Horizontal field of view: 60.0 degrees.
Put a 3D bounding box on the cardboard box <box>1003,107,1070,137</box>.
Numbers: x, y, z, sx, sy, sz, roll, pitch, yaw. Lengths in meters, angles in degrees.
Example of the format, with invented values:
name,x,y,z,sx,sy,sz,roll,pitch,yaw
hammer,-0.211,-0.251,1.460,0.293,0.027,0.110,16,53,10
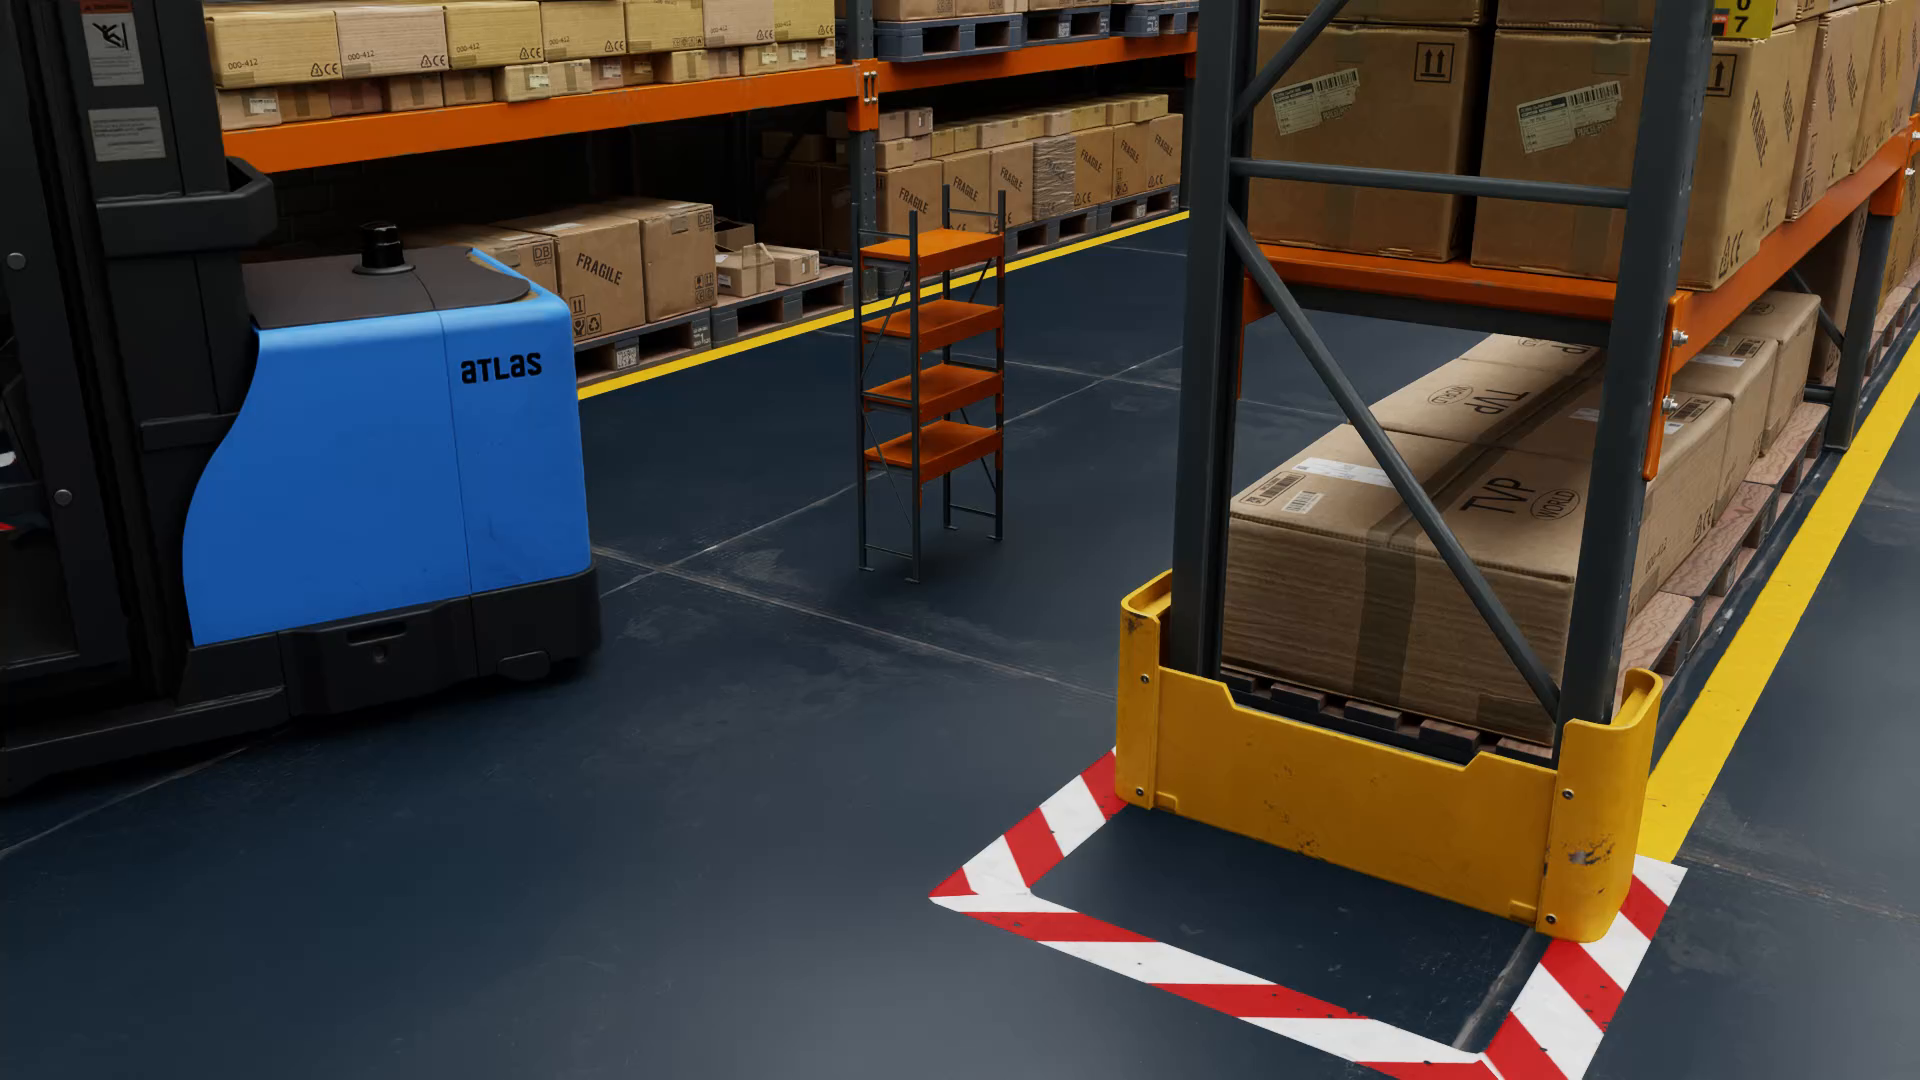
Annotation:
name,x,y,z,sx,sy,sz,roll,pitch,yaw
cardboard box,0.501,-2.749,10.935,0.380,0.149,0.250,12,23,29

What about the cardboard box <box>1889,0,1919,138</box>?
name,x,y,z,sx,sy,sz,roll,pitch,yaw
cardboard box,3.147,-1.735,5.988,0.500,0.500,0.500,14,24,32

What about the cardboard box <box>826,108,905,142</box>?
name,x,y,z,sx,sy,sz,roll,pitch,yaw
cardboard box,-0.539,-2.369,9.481,0.380,0.149,0.250,13,24,31

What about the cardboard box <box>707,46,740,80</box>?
name,x,y,z,sx,sy,sz,roll,pitch,yaw
cardboard box,-1.305,-2.351,8.160,0.380,0.149,0.250,14,24,33

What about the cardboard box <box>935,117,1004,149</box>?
name,x,y,z,sx,sy,sz,roll,pitch,yaw
cardboard box,0.052,-2.534,10.355,0.380,0.149,0.250,13,24,32

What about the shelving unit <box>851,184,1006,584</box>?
name,x,y,z,sx,sy,sz,roll,pitch,yaw
shelving unit,-0.093,-0.515,5.428,0.258,1.200,0.503,13,24,32

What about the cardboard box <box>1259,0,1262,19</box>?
name,x,y,z,sx,sy,sz,roll,pitch,yaw
cardboard box,2.076,-4.138,12.845,0.500,0.250,0.500,13,24,31

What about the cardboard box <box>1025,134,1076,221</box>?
name,x,y,z,sx,sy,sz,roll,pitch,yaw
cardboard box,0.419,-2.402,10.933,0.500,0.500,0.500,12,24,30

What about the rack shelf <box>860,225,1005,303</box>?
name,x,y,z,sx,sy,sz,roll,pitch,yaw
rack shelf,-0.093,-0.884,5.292,0.258,0.148,0.480,13,24,32

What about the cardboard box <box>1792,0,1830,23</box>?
name,x,y,z,sx,sy,sz,roll,pitch,yaw
cardboard box,1.738,-1.471,3.833,0.500,0.500,0.500,13,24,30

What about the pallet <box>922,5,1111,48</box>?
name,x,y,z,sx,sy,sz,roll,pitch,yaw
pallet,0.249,-3.337,10.739,1.003,0.211,1.213,13,24,32

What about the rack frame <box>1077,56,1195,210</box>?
name,x,y,z,sx,sy,sz,roll,pitch,yaw
rack frame,1.338,-3.986,12.217,1.000,3.000,0.127,13,24,32

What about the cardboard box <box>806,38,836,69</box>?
name,x,y,z,sx,sy,sz,roll,pitch,yaw
cardboard box,-0.881,-2.580,8.777,0.380,0.149,0.250,14,24,33

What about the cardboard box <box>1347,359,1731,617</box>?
name,x,y,z,sx,sy,sz,roll,pitch,yaw
cardboard box,1.744,-0.192,5.048,0.875,0.438,0.875,14,25,33

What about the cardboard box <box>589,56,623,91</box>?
name,x,y,z,sx,sy,sz,roll,pitch,yaw
cardboard box,-1.763,-2.140,7.589,0.380,0.149,0.250,13,24,32

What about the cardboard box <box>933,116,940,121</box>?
name,x,y,z,sx,sy,sz,roll,pitch,yaw
cardboard box,-0.348,-2.624,10.597,0.380,0.149,0.250,14,25,33

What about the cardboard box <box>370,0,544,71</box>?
name,x,y,z,sx,sy,sz,roll,pitch,yaw
cardboard box,-2.116,-2.128,6.982,0.500,0.250,0.500,13,24,31

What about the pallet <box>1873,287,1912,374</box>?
name,x,y,z,sx,sy,sz,roll,pitch,yaw
pallet,4.253,-1.151,8.572,1.003,0.211,1.213,13,24,32

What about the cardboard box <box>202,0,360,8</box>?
name,x,y,z,sx,sy,sz,roll,pitch,yaw
cardboard box,-2.829,-2.091,6.882,0.500,0.250,0.500,13,24,32

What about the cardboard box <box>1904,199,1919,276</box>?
name,x,y,z,sx,sy,sz,roll,pitch,yaw
cardboard box,4.988,-2.037,9.406,0.875,0.875,0.875,13,24,31

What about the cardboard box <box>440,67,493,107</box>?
name,x,y,z,sx,sy,sz,roll,pitch,yaw
cardboard box,-2.186,-1.915,6.982,0.380,0.149,0.250,14,24,33

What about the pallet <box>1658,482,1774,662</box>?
name,x,y,z,sx,sy,sz,roll,pitch,yaw
pallet,2.019,-0.009,5.485,1.003,0.211,1.213,13,24,32

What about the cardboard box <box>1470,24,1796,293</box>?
name,x,y,z,sx,sy,sz,roll,pitch,yaw
cardboard box,1.455,-0.852,3.601,0.500,0.500,0.500,13,24,31

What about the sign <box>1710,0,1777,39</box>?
name,x,y,z,sx,sy,sz,roll,pitch,yaw
sign,1.404,-1.057,2.936,0.100,0.325,0.005,13,24,32

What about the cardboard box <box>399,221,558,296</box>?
name,x,y,z,sx,sy,sz,roll,pitch,yaw
cardboard box,-2.224,-1.110,7.439,0.700,0.500,0.500,14,25,34

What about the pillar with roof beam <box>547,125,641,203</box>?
name,x,y,z,sx,sy,sz,roll,pitch,yaw
pillar with roof beam,1.513,-4.788,5.739,9.100,9.000,0.400,13,24,32

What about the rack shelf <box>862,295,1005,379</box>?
name,x,y,z,sx,sy,sz,roll,pitch,yaw
rack shelf,-0.093,-0.662,5.374,0.258,0.148,0.480,13,24,32

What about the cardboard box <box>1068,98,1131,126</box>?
name,x,y,z,sx,sy,sz,roll,pitch,yaw
cardboard box,0.957,-2.972,11.539,0.380,0.149,0.250,12,24,30

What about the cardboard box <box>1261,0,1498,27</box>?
name,x,y,z,sx,sy,sz,roll,pitch,yaw
cardboard box,1.022,-1.424,3.706,0.500,0.500,0.500,14,25,34

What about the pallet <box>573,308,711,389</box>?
name,x,y,z,sx,sy,sz,roll,pitch,yaw
pallet,-1.983,-0.982,8.115,1.003,0.211,1.213,13,24,32

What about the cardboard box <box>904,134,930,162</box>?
name,x,y,z,sx,sy,sz,roll,pitch,yaw
cardboard box,-0.397,-2.313,9.756,0.380,0.149,0.250,13,24,30

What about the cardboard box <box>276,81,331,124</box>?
name,x,y,z,sx,sy,sz,roll,pitch,yaw
cardboard box,-2.643,-1.695,6.387,0.380,0.149,0.250,14,24,33

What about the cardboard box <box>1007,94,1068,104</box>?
name,x,y,z,sx,sy,sz,roll,pitch,yaw
cardboard box,0.542,-3.068,11.798,0.380,0.149,0.250,14,24,33

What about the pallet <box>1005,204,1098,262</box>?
name,x,y,z,sx,sy,sz,roll,pitch,yaw
pallet,0.201,-2.122,11.199,1.003,0.211,1.213,13,24,32

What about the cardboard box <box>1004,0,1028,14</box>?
name,x,y,z,sx,sy,sz,roll,pitch,yaw
cardboard box,0.188,-3.296,9.940,0.396,0.266,0.258,15,25,34

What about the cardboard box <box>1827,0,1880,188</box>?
name,x,y,z,sx,sy,sz,roll,pitch,yaw
cardboard box,2.285,-1.292,4.790,0.500,0.500,0.500,14,25,34

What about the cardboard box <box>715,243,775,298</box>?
name,x,y,z,sx,sy,sz,roll,pitch,yaw
cardboard box,-1.182,-1.433,8.651,0.396,0.266,0.258,14,25,34

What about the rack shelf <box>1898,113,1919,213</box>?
name,x,y,z,sx,sy,sz,roll,pitch,yaw
rack shelf,4.321,-2.108,8.176,1.077,0.370,4.000,13,24,32

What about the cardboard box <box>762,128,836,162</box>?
name,x,y,z,sx,sy,sz,roll,pitch,yaw
cardboard box,-0.942,-2.329,9.800,0.380,0.149,0.250,12,24,30

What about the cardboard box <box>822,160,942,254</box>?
name,x,y,z,sx,sy,sz,roll,pitch,yaw
cardboard box,-0.453,-1.958,9.731,0.500,0.500,0.500,15,25,34

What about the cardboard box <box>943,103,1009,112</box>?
name,x,y,z,sx,sy,sz,roll,pitch,yaw
cardboard box,0.104,-2.844,11.193,0.380,0.149,0.250,13,24,32

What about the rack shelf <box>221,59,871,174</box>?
name,x,y,z,sx,sy,sz,roll,pitch,yaw
rack shelf,-2.035,-1.927,7.687,1.077,0.370,4.000,13,24,32

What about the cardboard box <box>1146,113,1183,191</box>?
name,x,y,z,sx,sy,sz,roll,pitch,yaw
cardboard box,1.278,-2.847,12.136,0.500,0.500,0.500,14,25,33

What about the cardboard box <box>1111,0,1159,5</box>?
name,x,y,z,sx,sy,sz,roll,pitch,yaw
cardboard box,1.013,-3.747,11.181,0.500,0.250,0.500,12,23,29

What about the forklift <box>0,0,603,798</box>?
name,x,y,z,sx,sy,sz,roll,pitch,yaw
forklift,-2.558,-0.891,3.948,3.031,2.935,1.130,-11,23,-28

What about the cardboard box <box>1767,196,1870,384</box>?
name,x,y,z,sx,sy,sz,roll,pitch,yaw
cardboard box,3.479,-1.265,7.319,0.875,0.875,0.875,14,25,33

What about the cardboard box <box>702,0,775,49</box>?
name,x,y,z,sx,sy,sz,roll,pitch,yaw
cardboard box,-1.265,-2.567,8.168,0.500,0.250,0.500,13,24,32
